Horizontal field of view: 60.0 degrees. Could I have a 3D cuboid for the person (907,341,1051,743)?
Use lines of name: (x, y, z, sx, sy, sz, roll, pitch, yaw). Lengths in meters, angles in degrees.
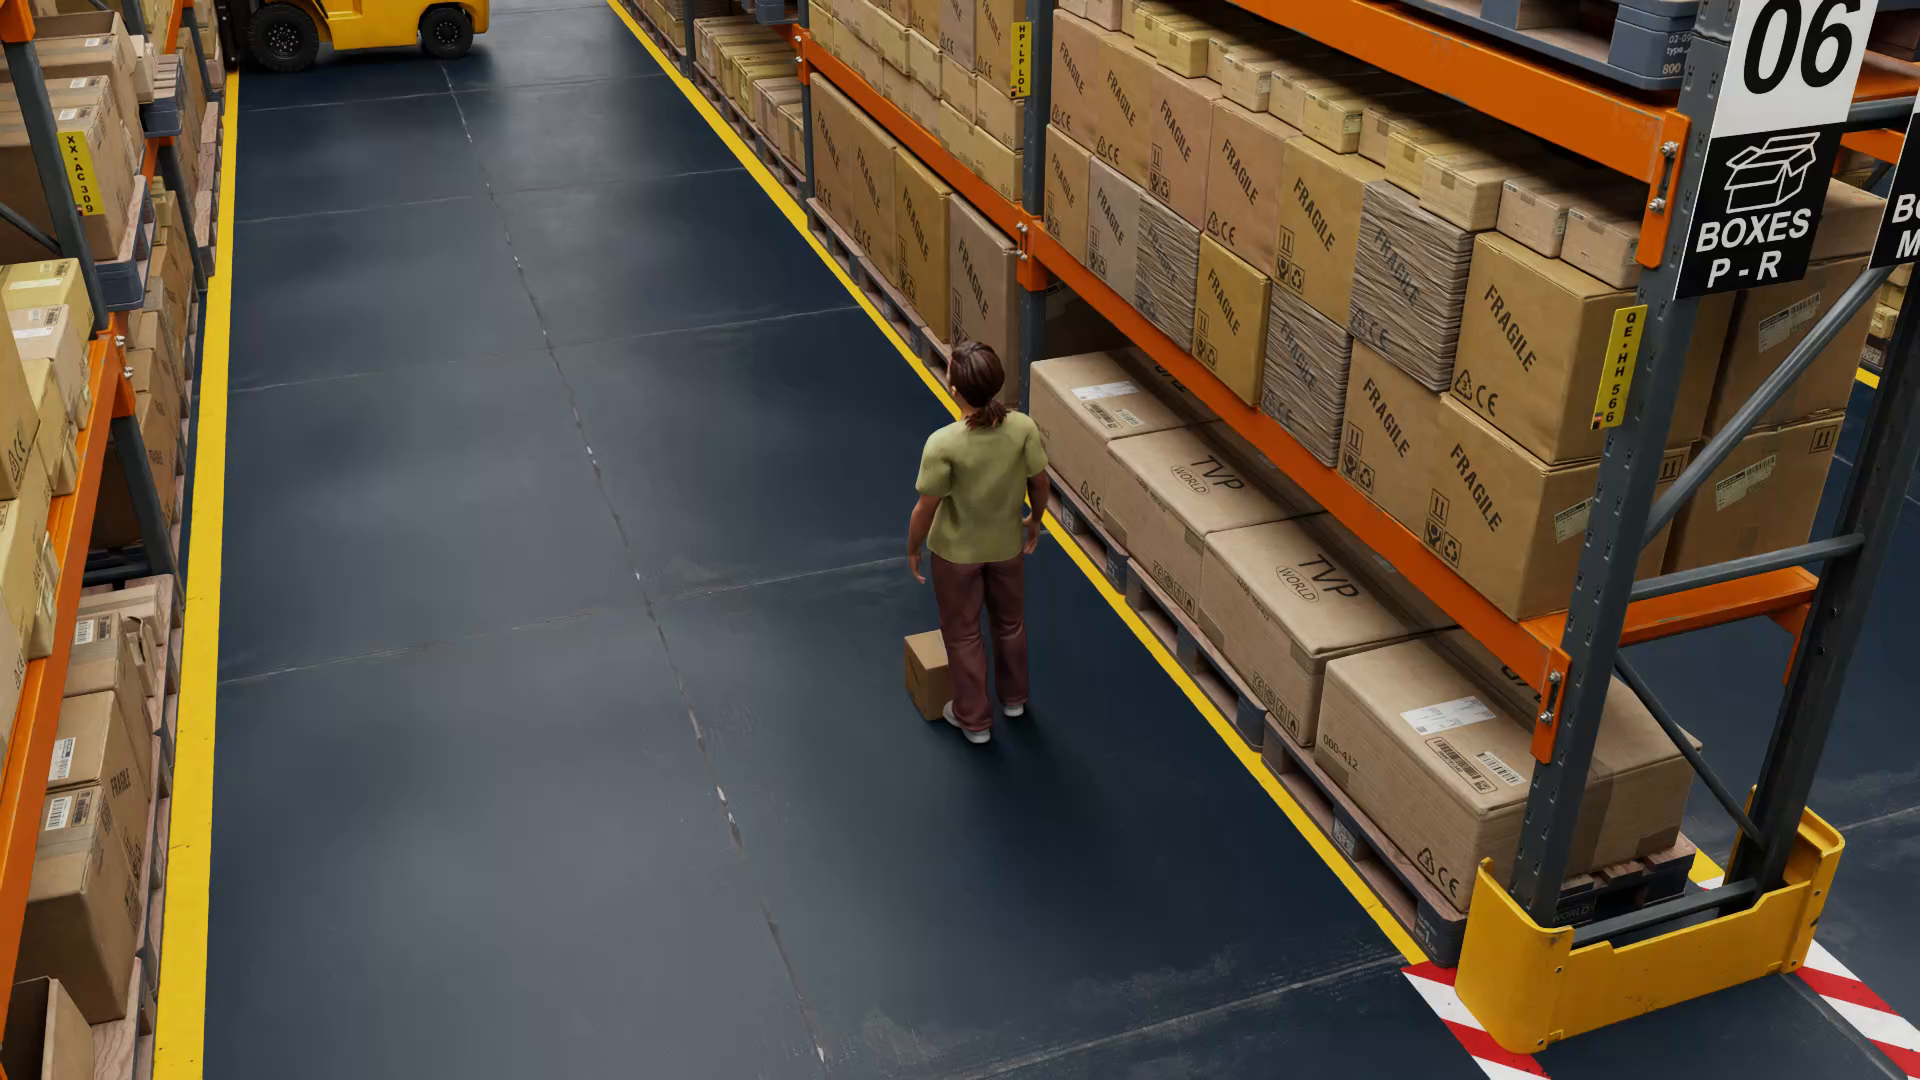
person: (0.044, 0.107, 6.174, 0.553, 1.427, 0.548, -11, 32, -18)
